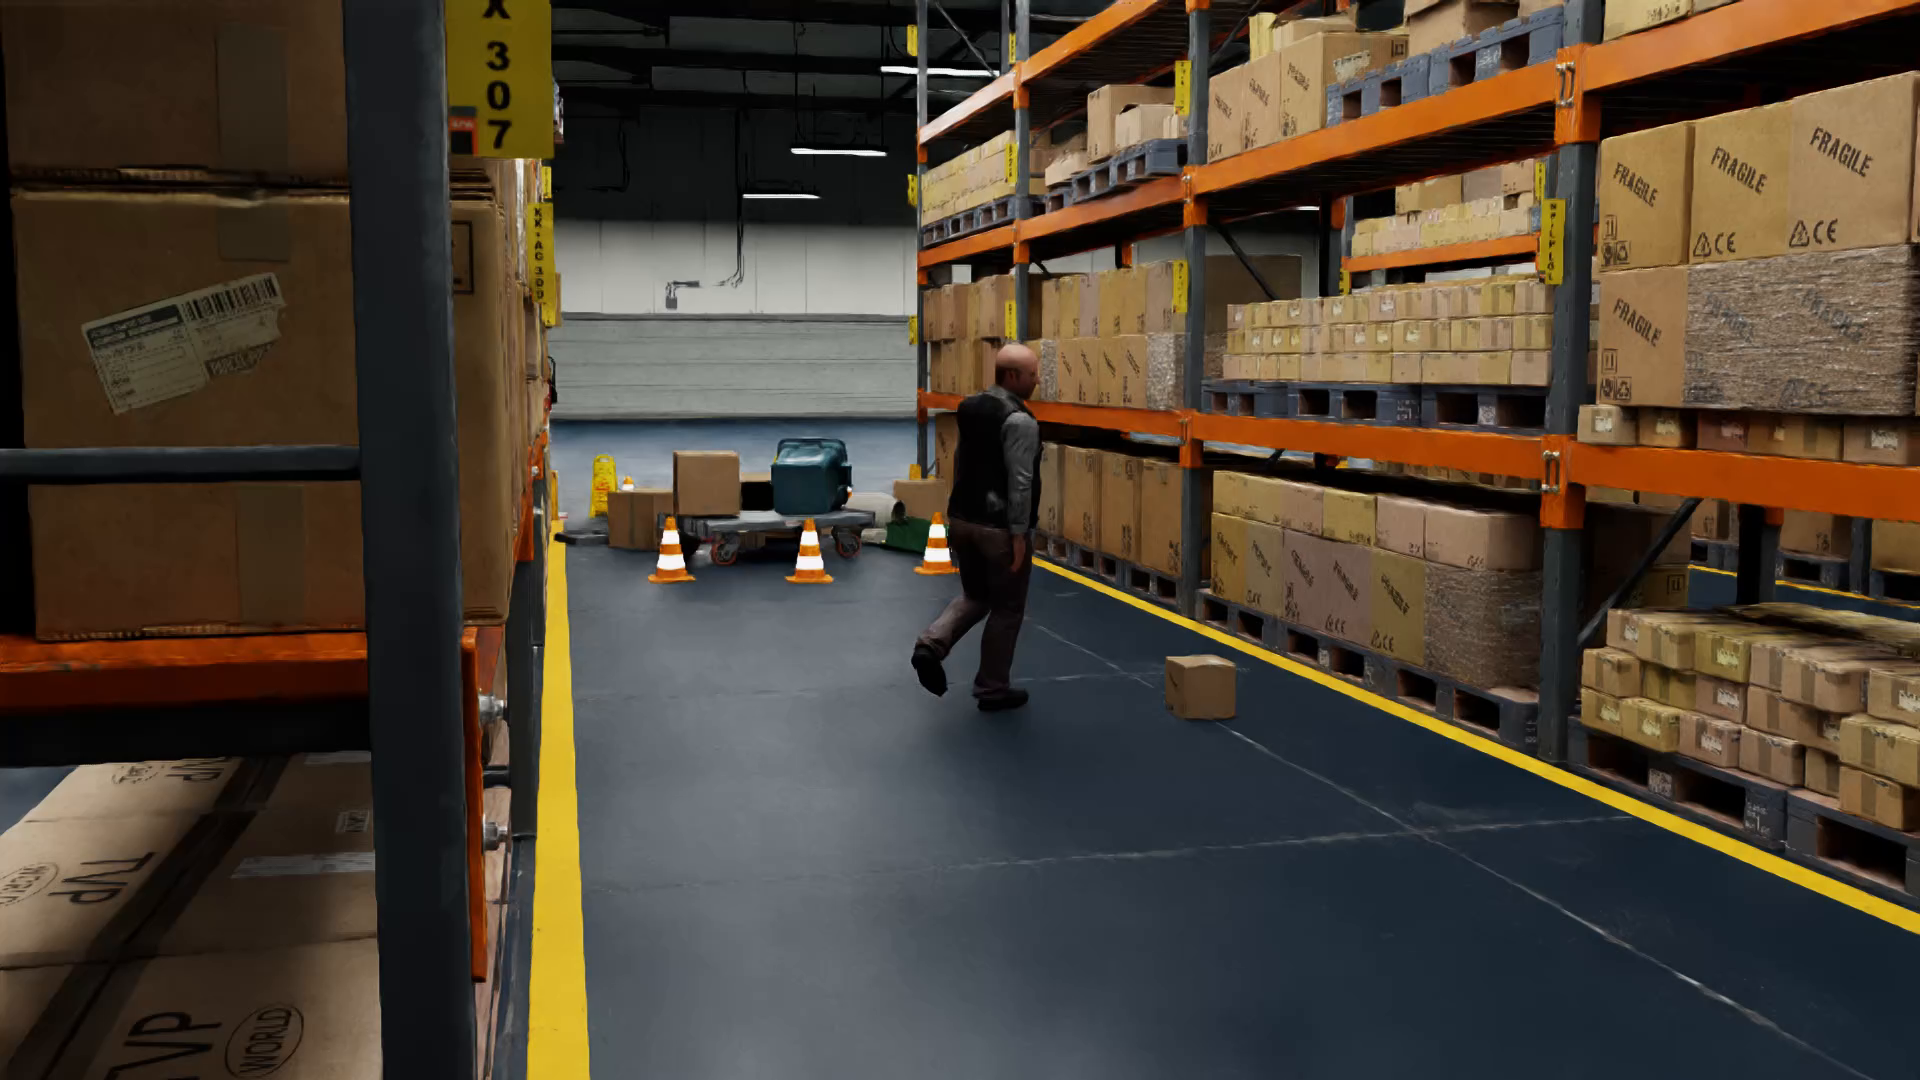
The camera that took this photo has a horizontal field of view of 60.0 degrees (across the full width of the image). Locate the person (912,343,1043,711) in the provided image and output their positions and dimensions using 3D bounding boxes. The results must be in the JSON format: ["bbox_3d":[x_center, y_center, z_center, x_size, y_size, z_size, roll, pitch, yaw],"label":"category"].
[{"bbox_3d":[0.134,-0.038,7.545,0.660,1.700,0.585,-5,8,-39],"label":"person"}]
